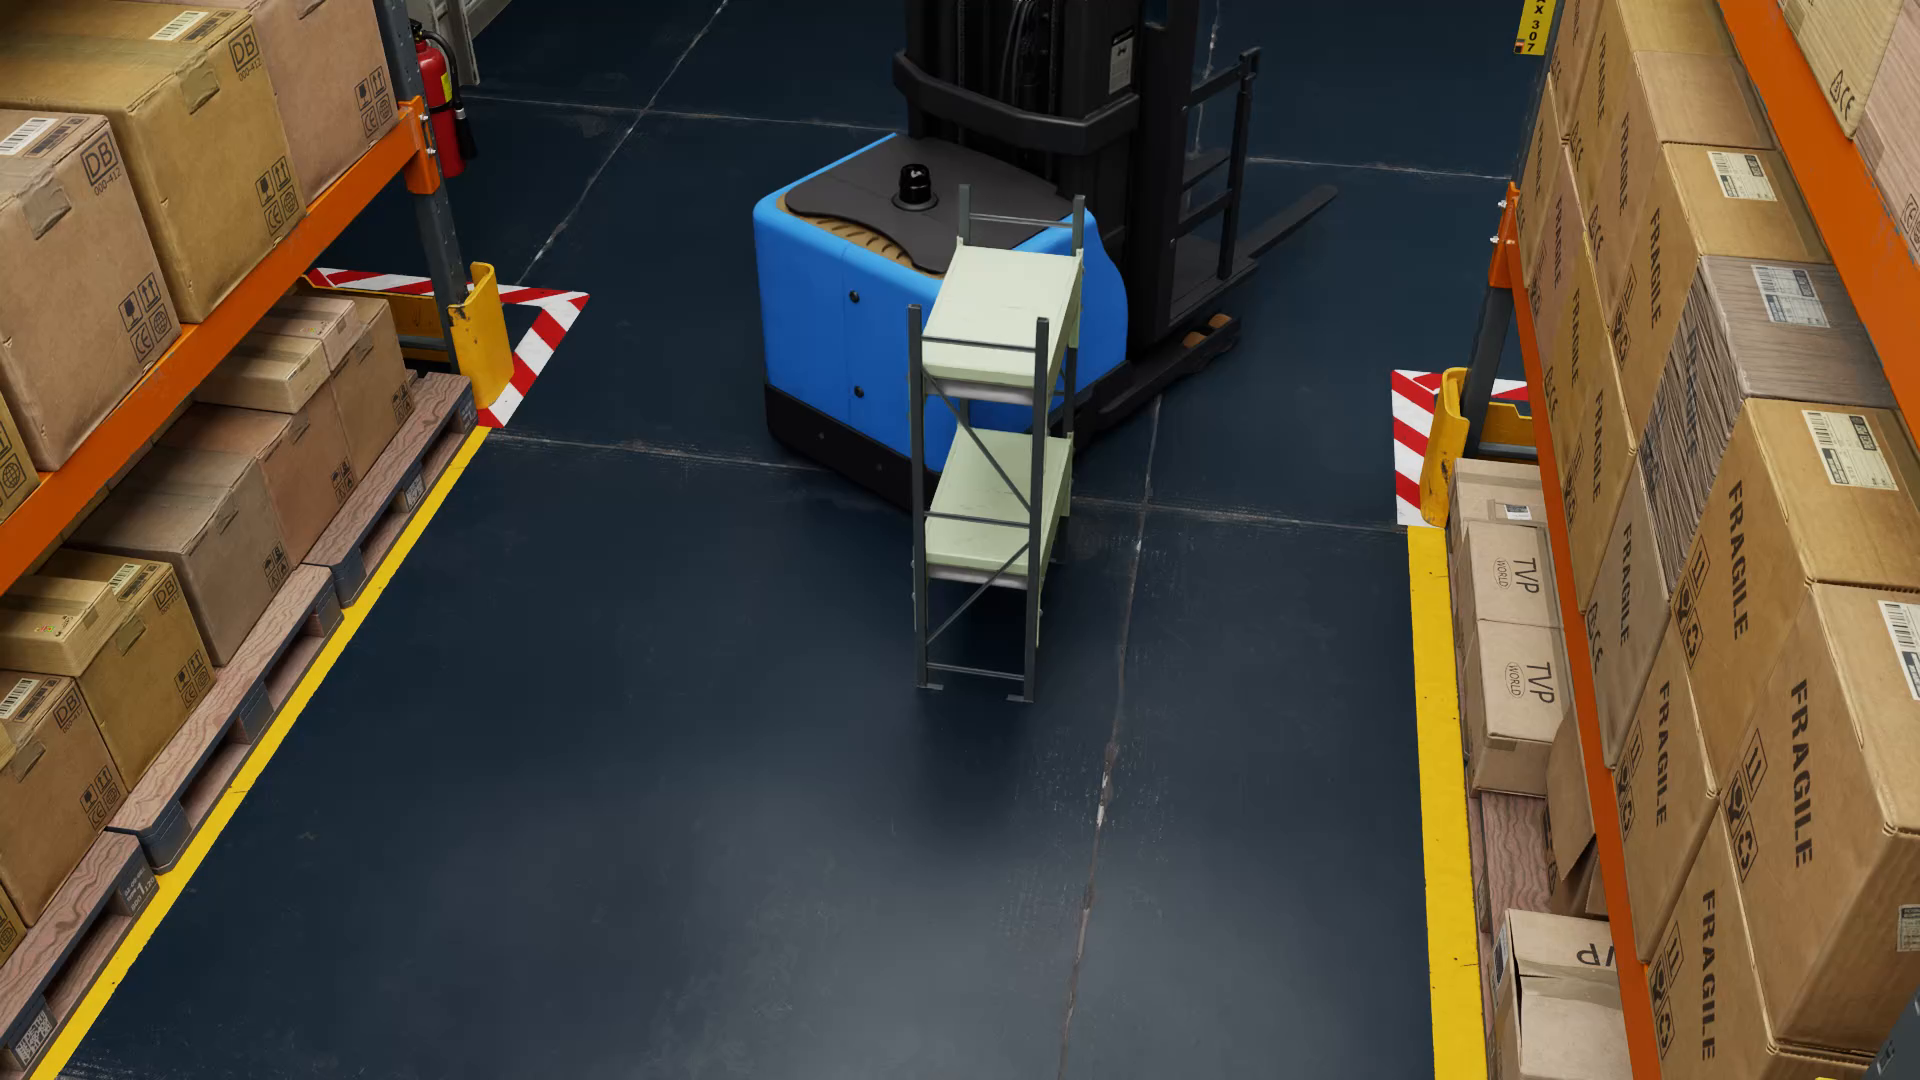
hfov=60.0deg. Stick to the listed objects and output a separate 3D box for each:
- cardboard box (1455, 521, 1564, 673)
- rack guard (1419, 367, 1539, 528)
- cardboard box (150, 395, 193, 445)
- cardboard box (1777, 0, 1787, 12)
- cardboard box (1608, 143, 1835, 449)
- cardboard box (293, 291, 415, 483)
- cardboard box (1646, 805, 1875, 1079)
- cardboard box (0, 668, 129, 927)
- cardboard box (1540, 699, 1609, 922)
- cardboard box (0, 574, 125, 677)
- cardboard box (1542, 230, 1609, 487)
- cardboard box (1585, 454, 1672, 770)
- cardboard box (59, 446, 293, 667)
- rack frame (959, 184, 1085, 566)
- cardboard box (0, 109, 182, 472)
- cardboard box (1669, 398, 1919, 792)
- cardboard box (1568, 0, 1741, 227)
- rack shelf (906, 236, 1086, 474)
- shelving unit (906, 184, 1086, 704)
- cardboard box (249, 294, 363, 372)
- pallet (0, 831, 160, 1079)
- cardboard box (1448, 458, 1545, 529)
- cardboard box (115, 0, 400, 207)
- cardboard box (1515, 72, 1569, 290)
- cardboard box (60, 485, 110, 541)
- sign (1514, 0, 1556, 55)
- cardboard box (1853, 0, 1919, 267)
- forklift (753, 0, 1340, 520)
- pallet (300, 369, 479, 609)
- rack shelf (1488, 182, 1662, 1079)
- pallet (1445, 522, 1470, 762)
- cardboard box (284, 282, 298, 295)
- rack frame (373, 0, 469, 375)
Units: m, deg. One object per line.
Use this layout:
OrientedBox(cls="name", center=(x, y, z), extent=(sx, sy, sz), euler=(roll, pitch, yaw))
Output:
OrientedBox(cls="cardboard box", center=(1.914, 0.212, 5.452), extent=(0.500, 0.250, 0.500), euler=(6, 40, 8))
OrientedBox(cls="rack guard", center=(2.361, -0.291, 6.209), extent=(1.175, 0.500, 0.348), euler=(6, 40, 8))
OrientedBox(cls="cardboard box", center=(-2.834, -0.469, 5.586), extent=(0.380, 0.149, 0.250), euler=(7, 40, 8))
OrientedBox(cls="cardboard box", center=(1.770, -1.165, 3.068), extent=(0.500, 0.250, 0.500), euler=(6, 40, 8))
OrientedBox(cls="cardboard box", center=(1.776, -0.515, 3.656), extent=(0.500, 0.500, 0.500), euler=(6, 40, 7))
OrientedBox(cls="cardboard box", center=(-2.528, -0.594, 6.246), extent=(0.700, 0.500, 0.500), euler=(6, 40, 8))
OrientedBox(cls="cardboard box", center=(1.516, 0.828, 2.816), extent=(0.500, 0.500, 0.500), euler=(7, 40, 8))
OrientedBox(cls="cardboard box", center=(-2.877, 0.693, 4.689), extent=(0.700, 0.500, 0.500), euler=(6, 40, 7))
OrientedBox(cls="cardboard box", center=(2.002, 0.822, 4.516), extent=(0.797, 0.503, 0.637), euler=(6, 40, 8))
OrientedBox(cls="cardboard box", center=(-2.638, 0.236, 4.734), extent=(0.380, 0.149, 0.250), euler=(5, 40, 6))
OrientedBox(cls="cardboard box", center=(1.864, -0.452, 4.364), extent=(0.500, 0.500, 0.500), euler=(6, 40, 8))
OrientedBox(cls="cardboard box", center=(1.690, 0.182, 3.598), extent=(0.500, 0.500, 0.500), euler=(7, 40, 9))
OrientedBox(cls="cardboard box", center=(-2.701, 0.036, 5.484), extent=(0.700, 0.500, 0.500), euler=(5, 40, 6))
OrientedBox(cls="rack frame", center=(0.194, -0.516, 5.697), extent=(0.400, 1.500, 0.023), euler=(7, 40, 9))
OrientedBox(cls="cardboard box", center=(-2.840, -0.705, 4.513), extent=(0.980, 0.700, 0.700), euler=(5, 40, 6))
OrientedBox(cls="cardboard box", center=(1.600, 0.117, 2.891), extent=(0.500, 0.500, 0.500), euler=(6, 40, 7))
OrientedBox(cls="cardboard box", center=(1.955, -1.147, 4.420), extent=(0.500, 0.500, 0.500), euler=(7, 40, 8))
OrientedBox(cls="rack shelf", center=(0.123, -0.589, 5.172), extent=(0.431, 0.370, 0.720), euler=(7, 40, 9))
OrientedBox(cls="shelving unit", center=(0.123, -0.288, 5.420), extent=(0.431, 1.500, 0.755), euler=(7, 40, 9))
OrientedBox(cls="cardboard box", center=(-2.371, -0.743, 5.918), extent=(0.380, 0.149, 0.250), euler=(6, 40, 7))
OrientedBox(cls="pallet", center=(-2.989, 1.271, 4.547), extent=(1.003, 0.211, 1.213), euler=(6, 40, 8))
OrientedBox(cls="cardboard box", center=(1.963, -0.148, 5.967), extent=(0.380, 0.149, 0.250), euler=(6, 40, 8))
OrientedBox(cls="cardboard box", center=(-2.584, -1.640, 5.644), extent=(0.980, 0.700, 0.700), euler=(8, 40, 10))
OrientedBox(cls="cardboard box", center=(2.038, -1.091, 5.137), extent=(0.500, 0.500, 0.500), euler=(7, 40, 9))
OrientedBox(cls="cardboard box", center=(-2.921, -0.148, 5.198), extent=(0.380, 0.149, 0.250), euler=(7, 40, 8))
OrientedBox(cls="sign", center=(1.840, -1.695, 5.267), extent=(0.100, 0.325, 0.005), euler=(6, 40, 8))
OrientedBox(cls="cardboard box", center=(1.601, -0.537, 2.309), extent=(0.500, 0.250, 0.500), euler=(6, 40, 8))
OrientedBox(cls="forklift", center=(0.569, -2.040, 6.418), extent=(1.130, 2.935, 3.031), euler=(29, 48, 30))
OrientedBox(cls="pallet", center=(-2.567, -0.260, 6.399), extent=(1.003, 0.211, 1.213), euler=(6, 40, 8))
OrientedBox(cls="rack shelf", center=(2.028, 0.231, 4.181), extent=(1.077, 0.370, 4.000), euler=(6, 40, 8))
OrientedBox(cls="pallet", center=(2.224, 0.321, 5.696), extent=(1.003, 0.211, 1.213), euler=(6, 40, 8))
OrientedBox(cls="cardboard box", center=(-2.703, -0.944, 6.161), extent=(0.380, 0.149, 0.250), euler=(7, 40, 8))
OrientedBox(cls="rack frame", center=(-2.505, -1.846, 6.128), extent=(1.000, 3.000, 0.127), euler=(6, 40, 8))
